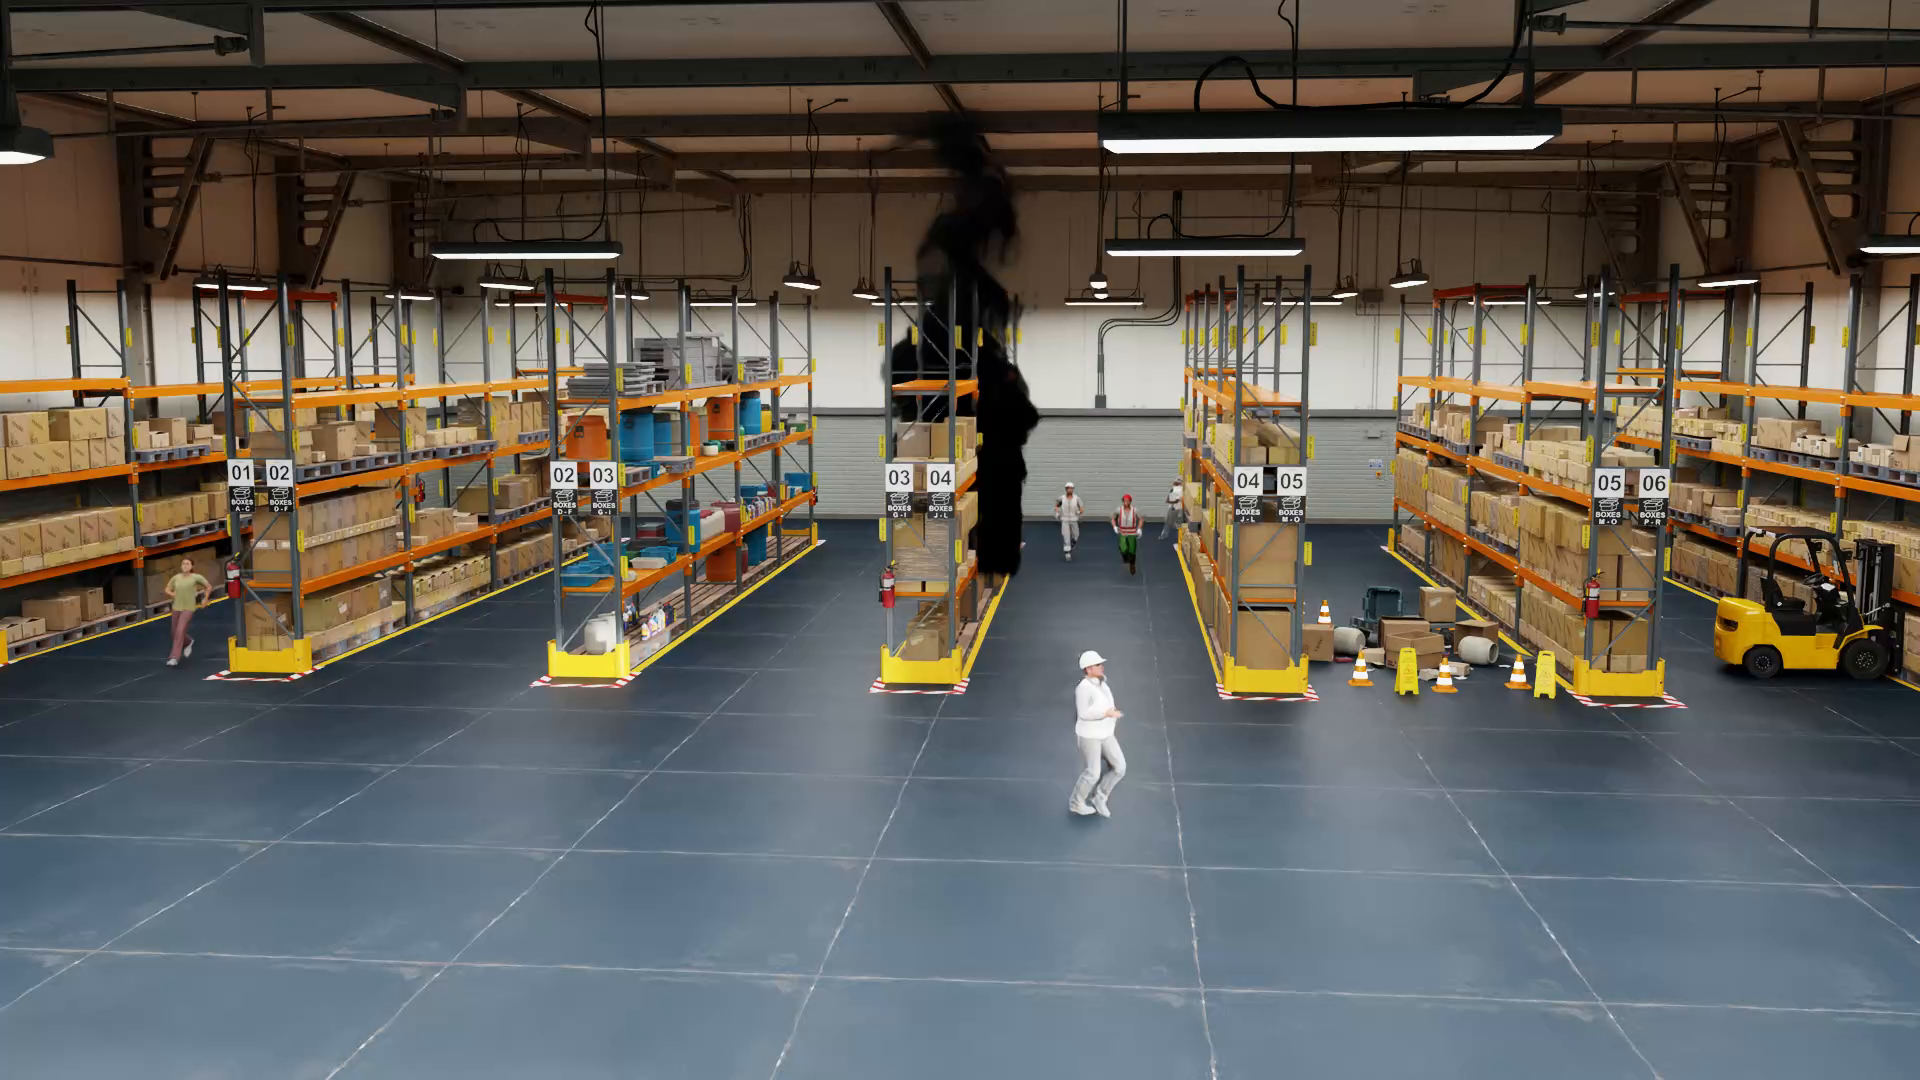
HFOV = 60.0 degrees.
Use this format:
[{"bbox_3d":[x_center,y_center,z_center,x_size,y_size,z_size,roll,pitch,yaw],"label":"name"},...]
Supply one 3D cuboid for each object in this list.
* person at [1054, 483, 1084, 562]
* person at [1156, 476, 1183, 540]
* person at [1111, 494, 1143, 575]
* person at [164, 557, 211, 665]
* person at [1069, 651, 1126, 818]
[{"bbox_3d":[2.457,-0.413,37.432,0.669,1.760,0.868,0,7,0],"label":"person"},{"bbox_3d":[5.201,-0.776,40.879,0.763,1.650,0.706,1,7,11],"label":"person"},{"bbox_3d":[3.483,-0.109,34.803,0.671,1.718,0.571,1,7,10],"label":"person"},{"bbox_3d":[-11.913,1.087,25.509,0.615,1.600,0.974,0,7,2],"label":"person"},{"bbox_3d":[1.449,2.043,17.295,0.669,1.789,0.640,5,9,35],"label":"person"}]
